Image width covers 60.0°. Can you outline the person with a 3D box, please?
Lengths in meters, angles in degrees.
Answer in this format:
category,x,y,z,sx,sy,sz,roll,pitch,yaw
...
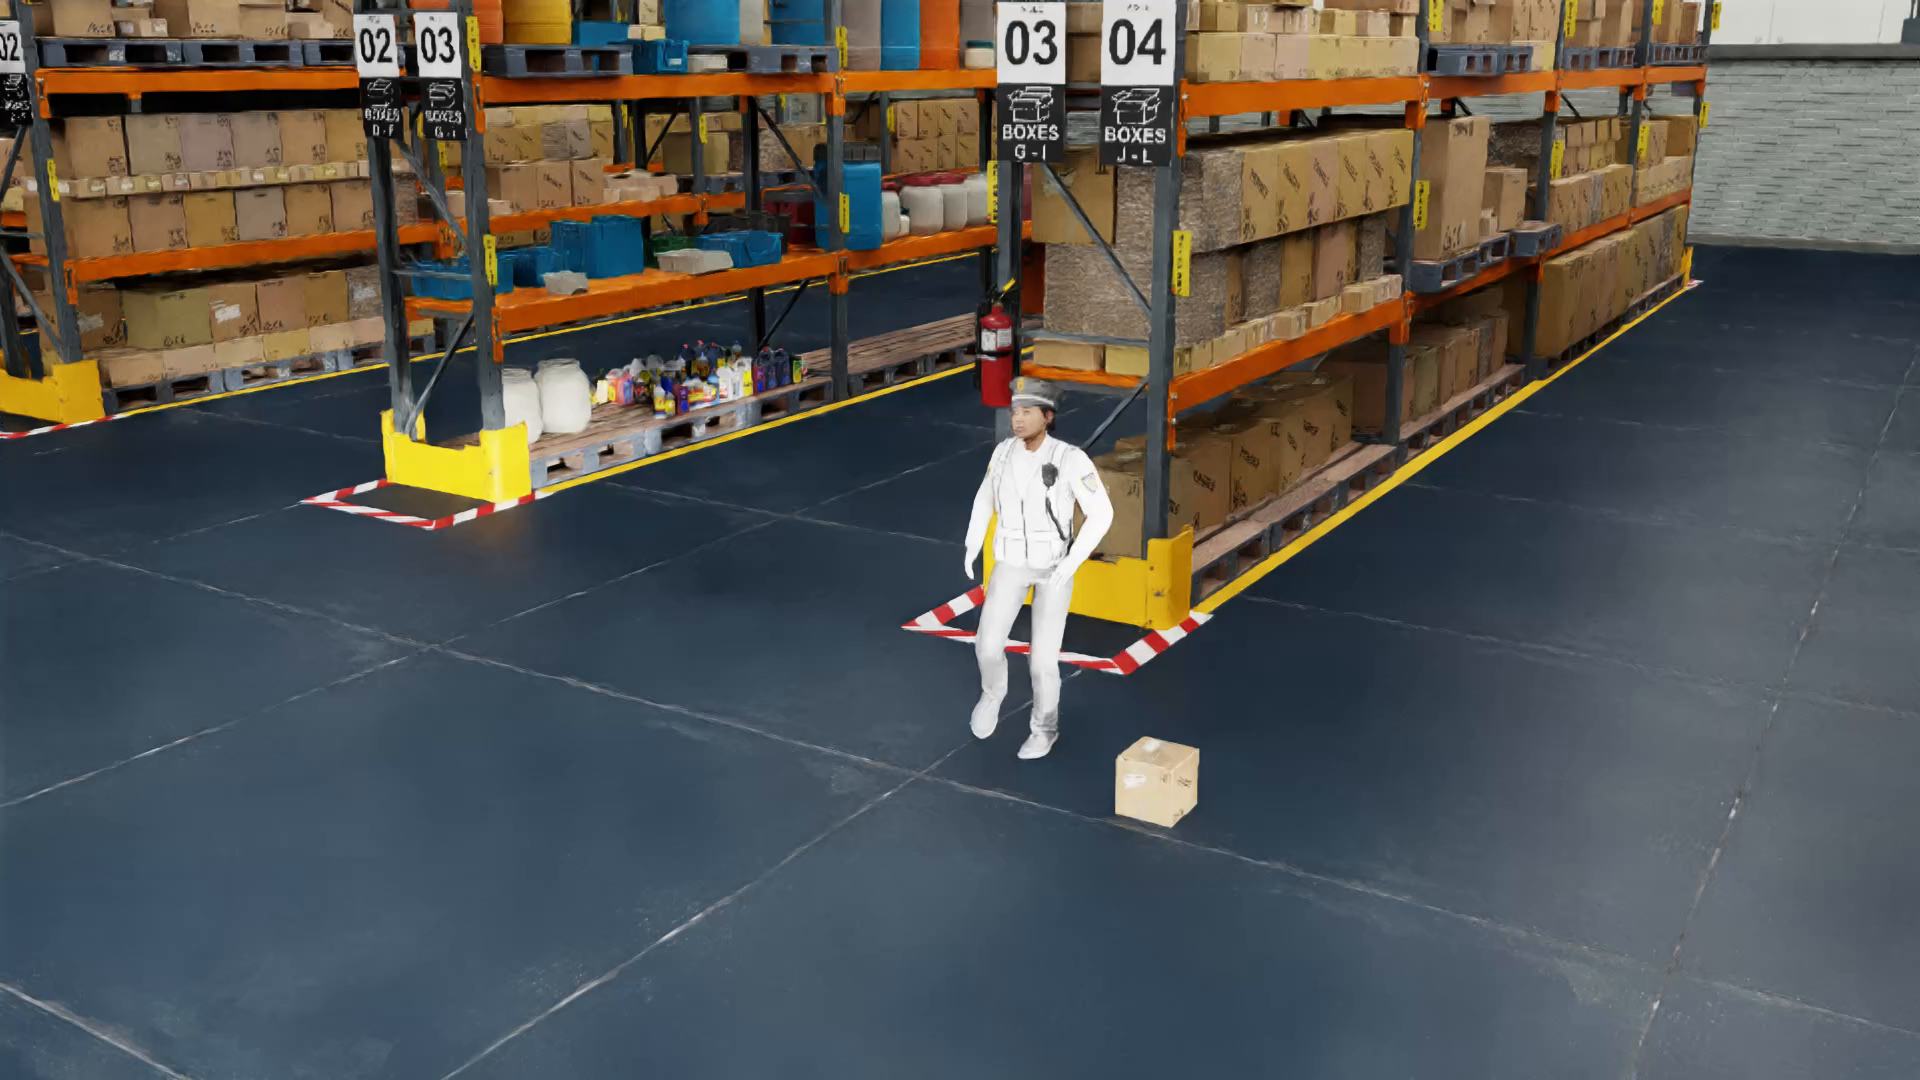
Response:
category,x,y,z,sx,sy,sz,roll,pitch,yaw
person,0.318,0.131,7.099,0.654,1.665,0.470,5,17,17
